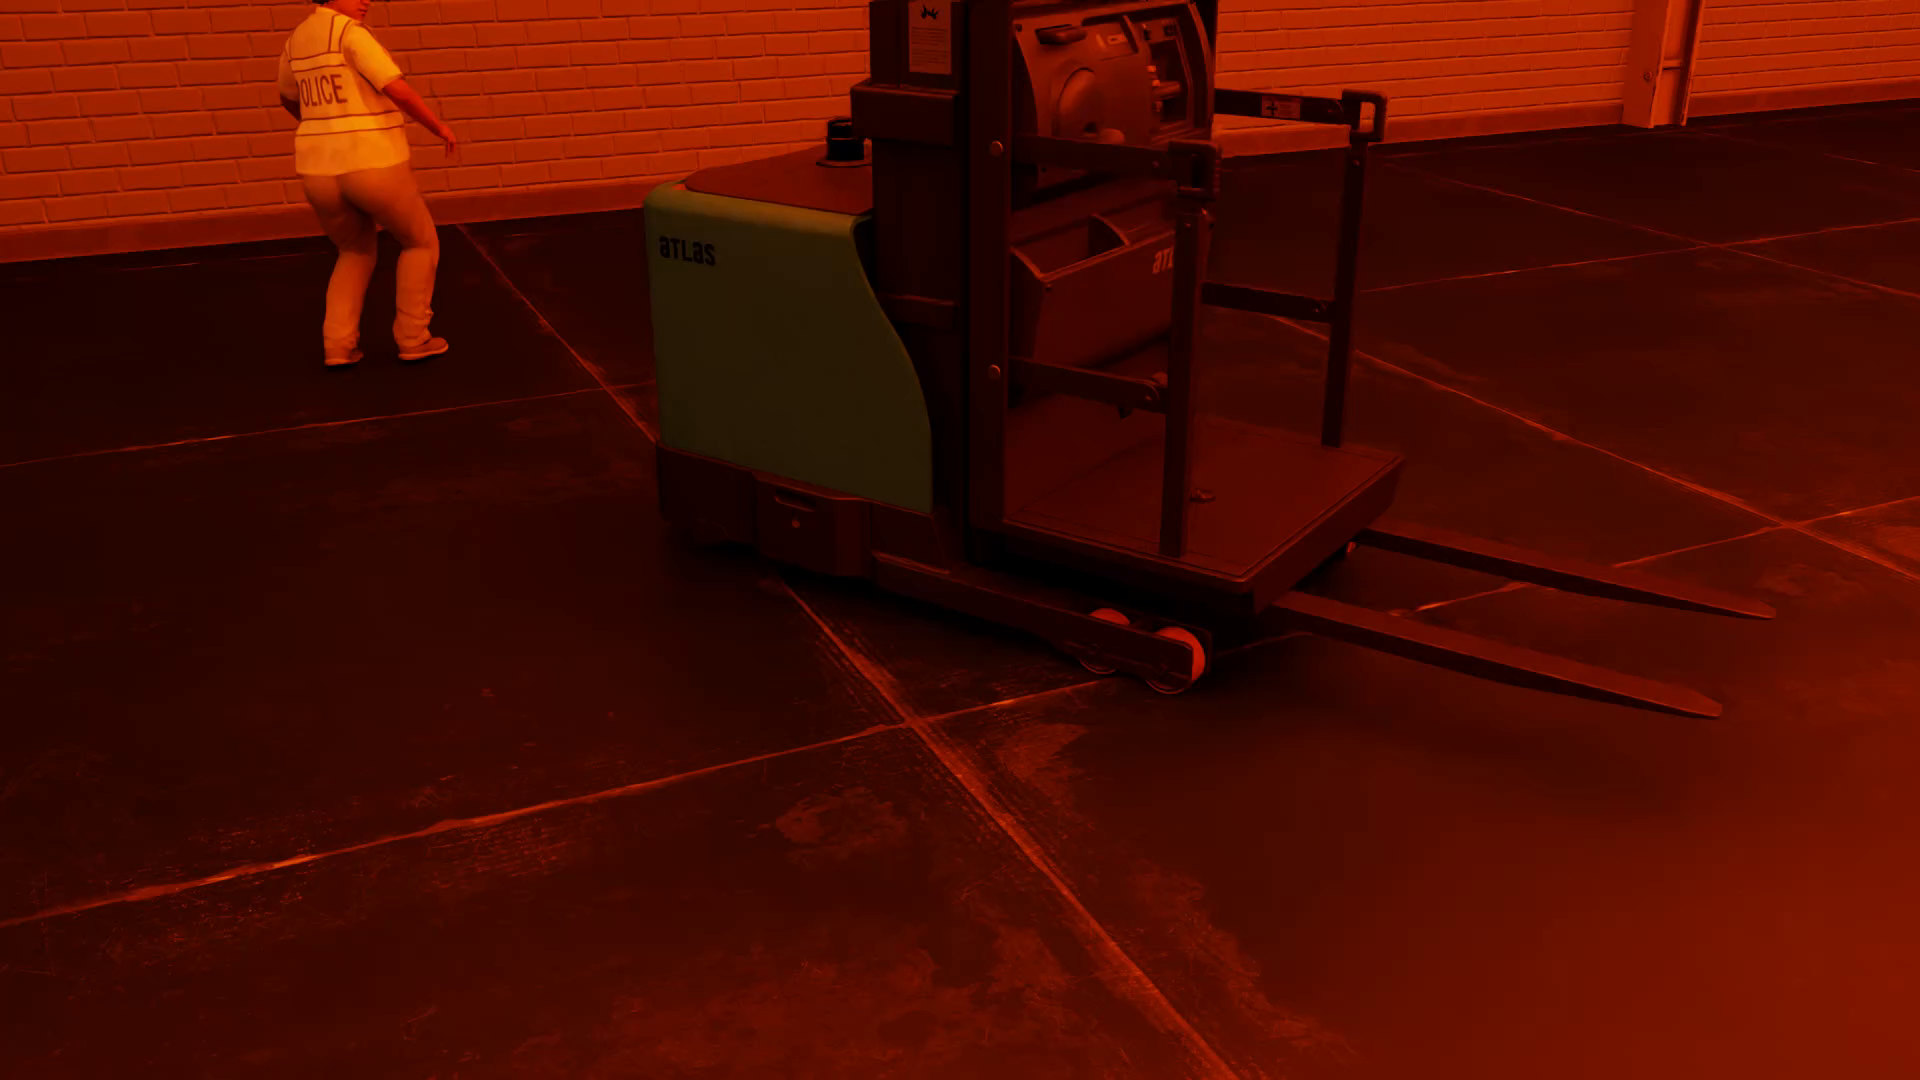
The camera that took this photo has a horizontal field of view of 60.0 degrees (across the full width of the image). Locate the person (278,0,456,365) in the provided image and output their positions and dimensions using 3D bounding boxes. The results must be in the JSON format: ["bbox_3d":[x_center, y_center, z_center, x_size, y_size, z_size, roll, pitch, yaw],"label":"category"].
[{"bbox_3d":[-2.364,-1.472,6.626,0.719,1.622,0.630,8,24,18],"label":"person"}]

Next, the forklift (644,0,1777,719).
[{"bbox_3d":[0.583,-1.198,4.170,3.031,2.935,1.130,15,27,32],"label":"forklift"}]
